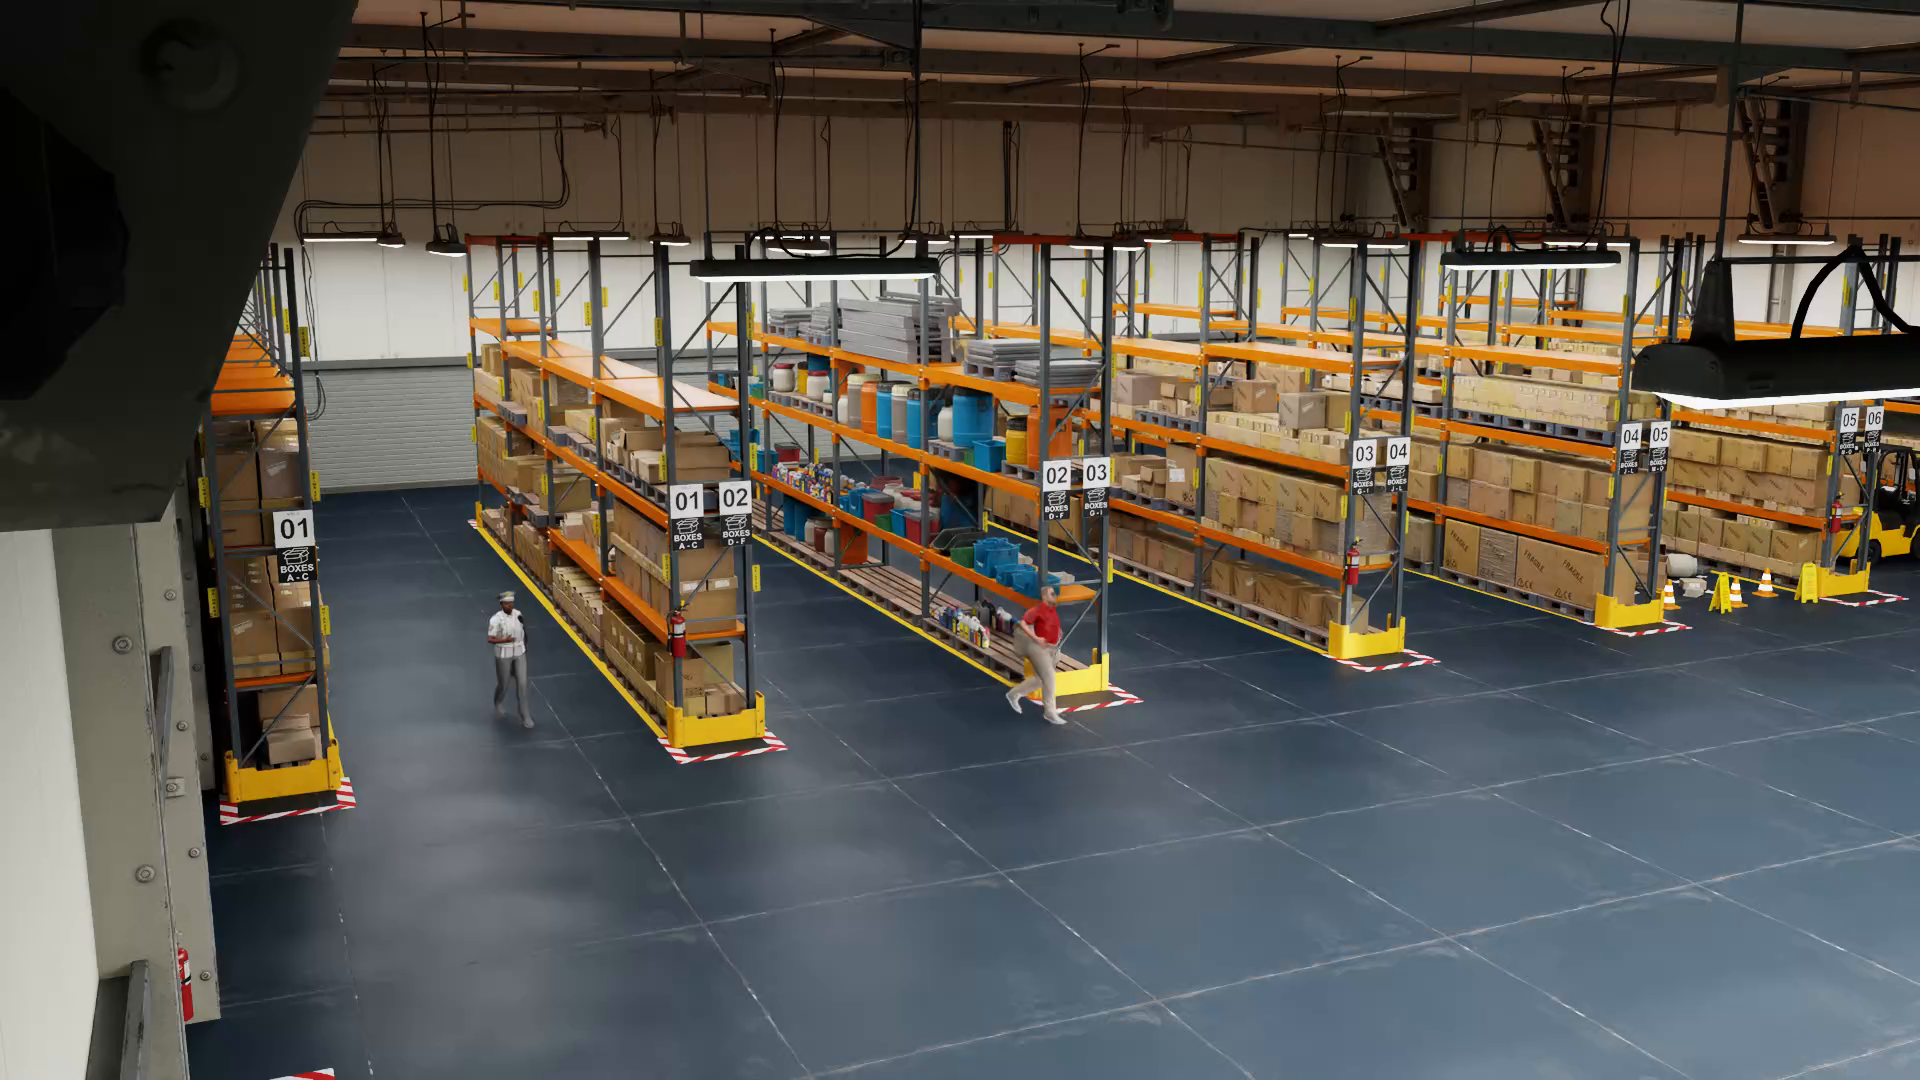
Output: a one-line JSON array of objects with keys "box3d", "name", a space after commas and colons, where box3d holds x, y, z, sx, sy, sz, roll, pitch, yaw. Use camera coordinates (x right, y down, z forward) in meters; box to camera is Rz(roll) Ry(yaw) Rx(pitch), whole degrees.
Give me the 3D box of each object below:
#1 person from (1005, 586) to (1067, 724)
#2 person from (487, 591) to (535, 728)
[{"box3d": [1.039, 1.444, 21.338, 0.897, 1.734, 0.695, 5, 12, 26], "name": "person"}, {"box3d": [-5.667, 1.465, 20.953, 0.575, 1.696, 0.909, -8, 14, -36], "name": "person"}]
